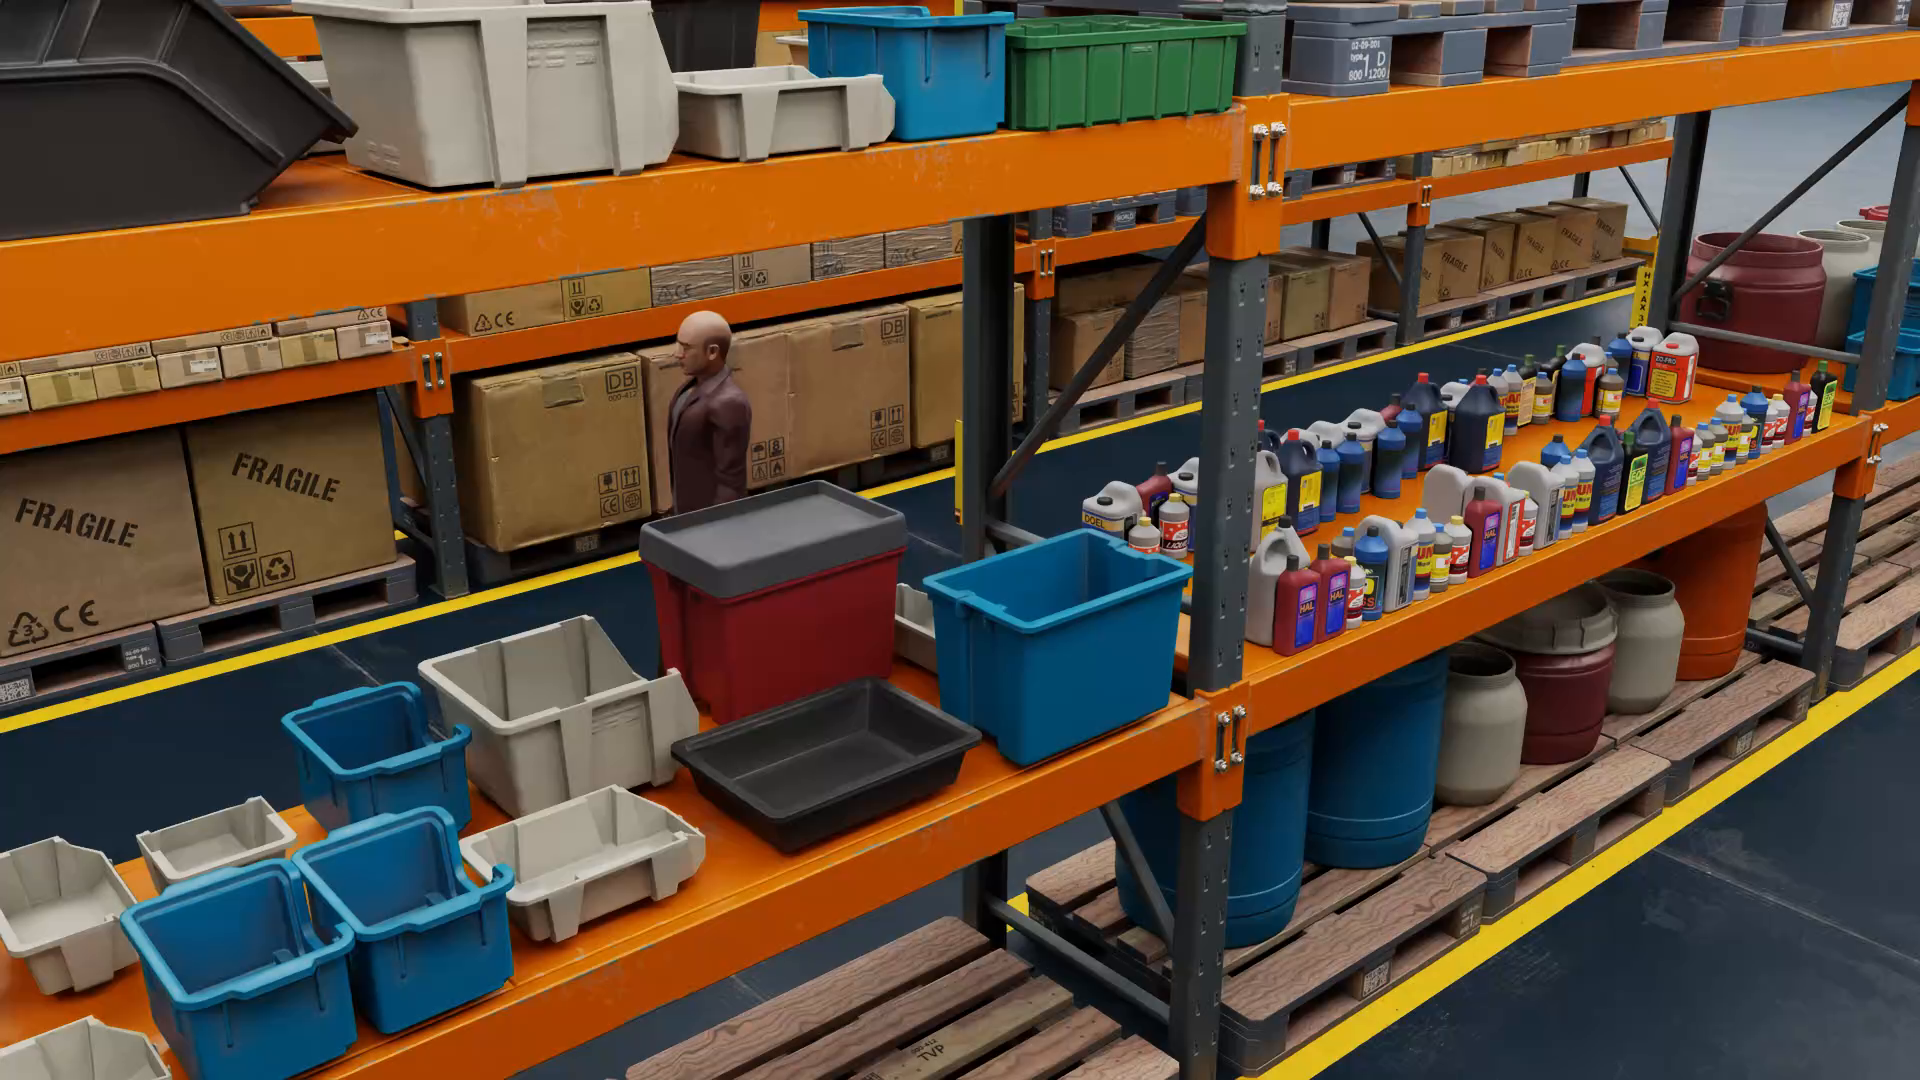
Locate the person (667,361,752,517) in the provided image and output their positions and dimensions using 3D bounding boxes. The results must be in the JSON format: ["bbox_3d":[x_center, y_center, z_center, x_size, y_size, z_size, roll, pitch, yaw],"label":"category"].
[{"bbox_3d":[-1.021,-0.256,6.635,0.424,0.930,0.590,-8,22,-20],"label":"person"}]
